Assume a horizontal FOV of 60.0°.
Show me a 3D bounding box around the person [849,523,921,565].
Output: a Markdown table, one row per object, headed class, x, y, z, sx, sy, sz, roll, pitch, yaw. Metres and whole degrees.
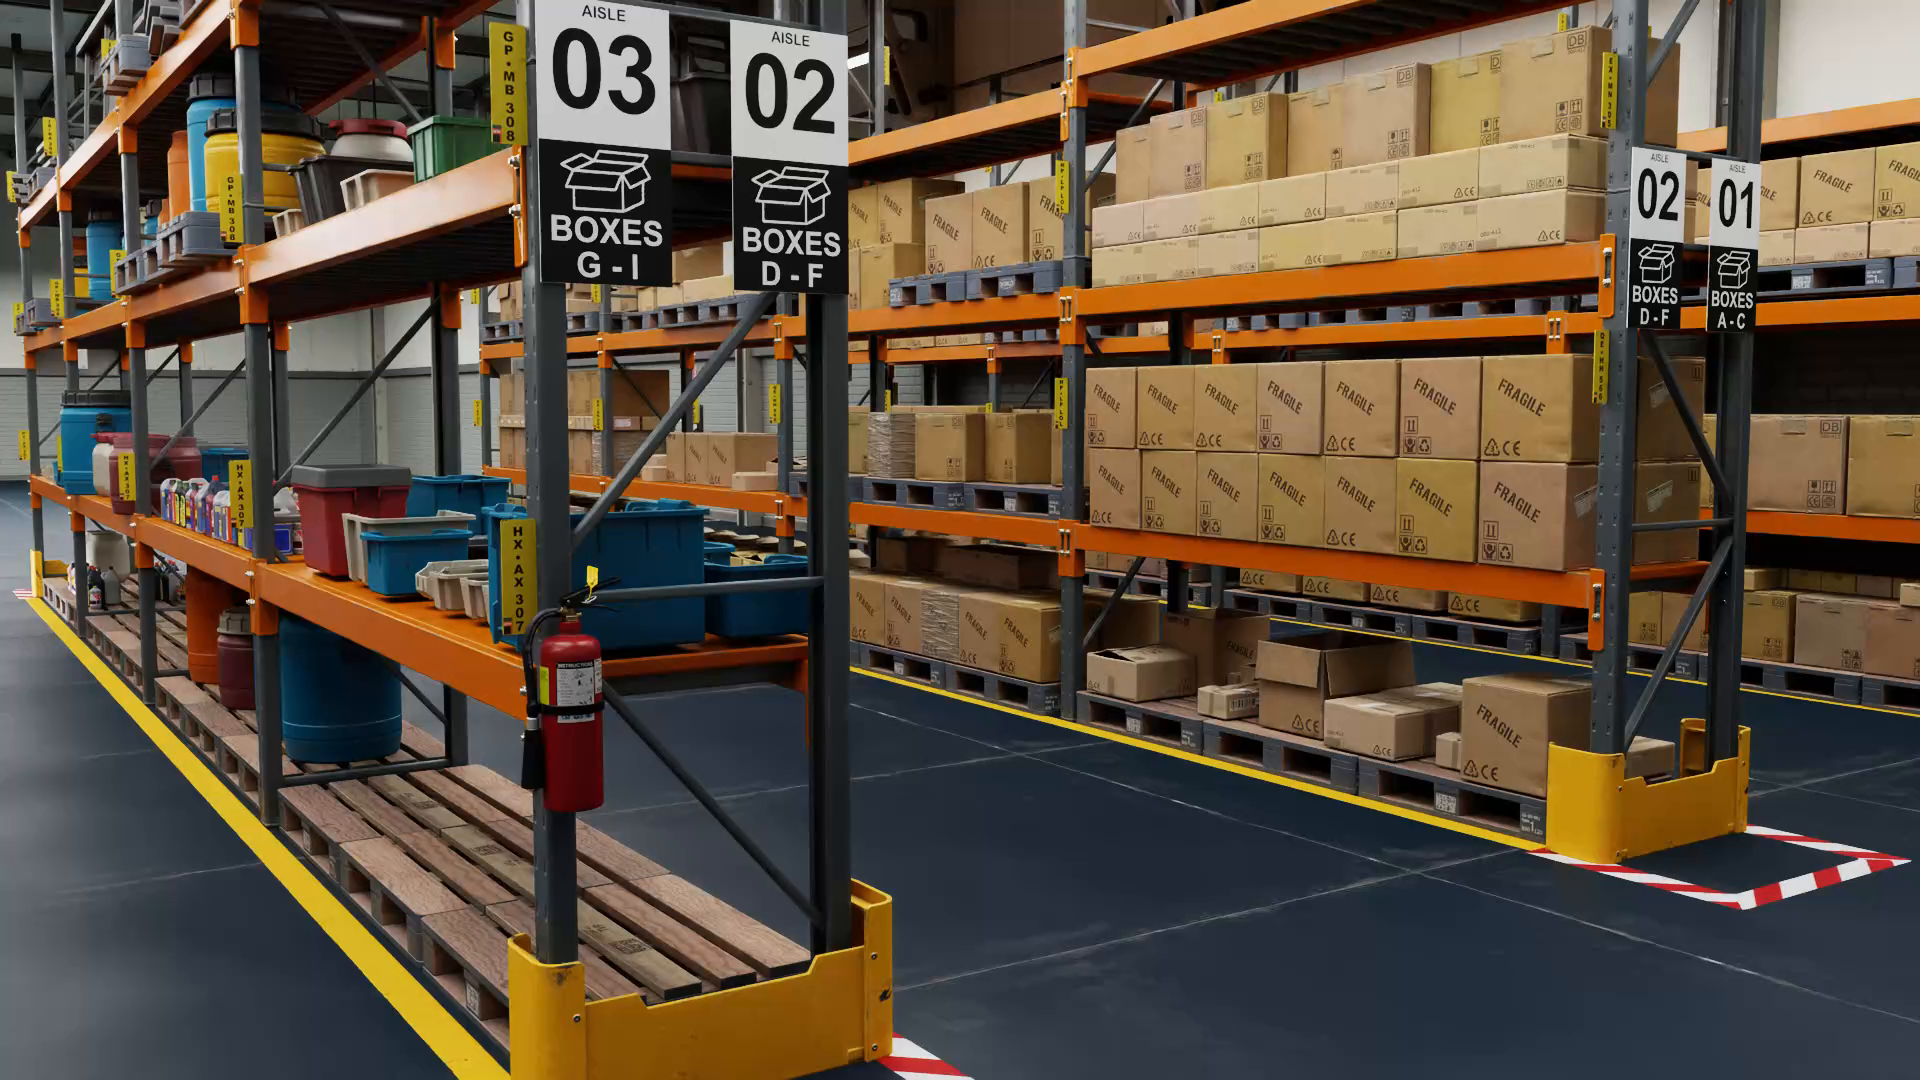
| class | x | y | z | sx | sy | sz | roll | pitch | yaw |
| --- | --- | --- | --- | --- | --- | --- | --- | --- | --- |
| person | -0.763 | -0.127 | 16.655 | 0.718 | 1.822 | 0.502 | -3 | 5 | -32 |
